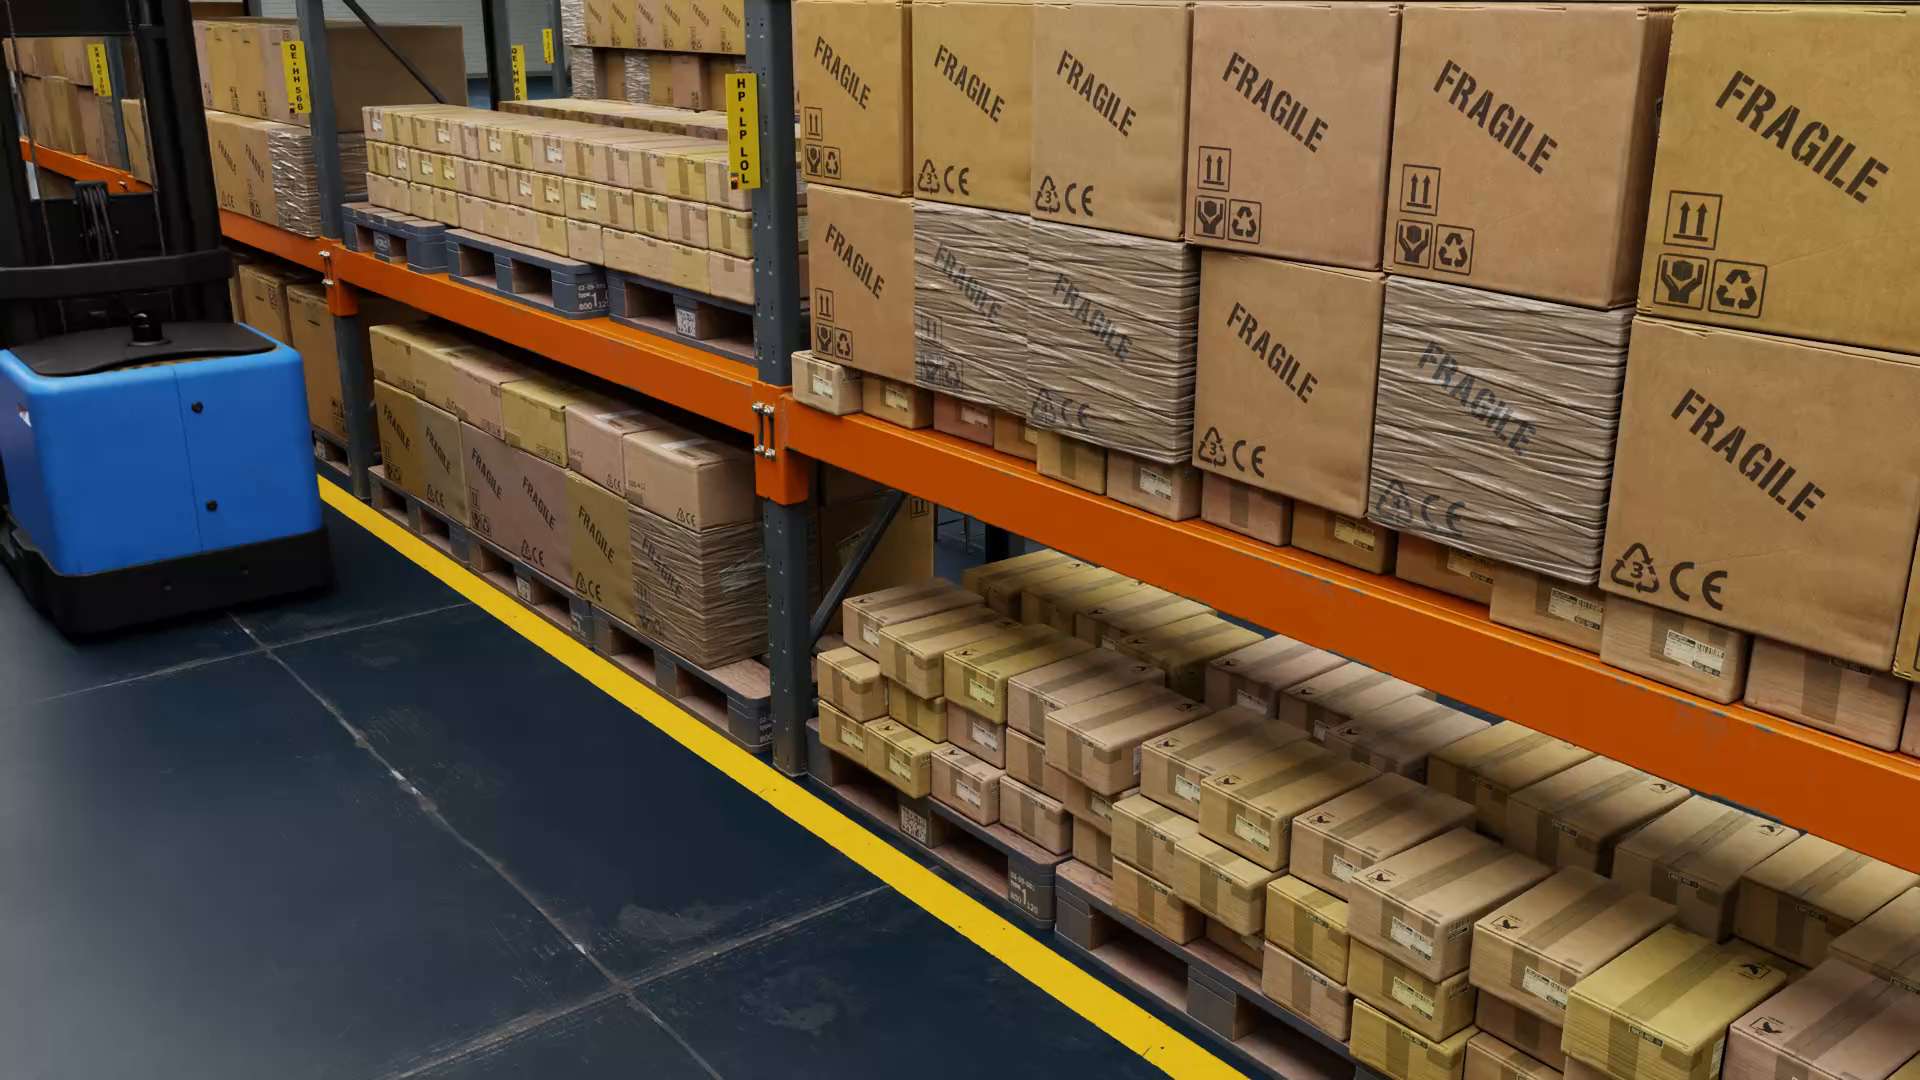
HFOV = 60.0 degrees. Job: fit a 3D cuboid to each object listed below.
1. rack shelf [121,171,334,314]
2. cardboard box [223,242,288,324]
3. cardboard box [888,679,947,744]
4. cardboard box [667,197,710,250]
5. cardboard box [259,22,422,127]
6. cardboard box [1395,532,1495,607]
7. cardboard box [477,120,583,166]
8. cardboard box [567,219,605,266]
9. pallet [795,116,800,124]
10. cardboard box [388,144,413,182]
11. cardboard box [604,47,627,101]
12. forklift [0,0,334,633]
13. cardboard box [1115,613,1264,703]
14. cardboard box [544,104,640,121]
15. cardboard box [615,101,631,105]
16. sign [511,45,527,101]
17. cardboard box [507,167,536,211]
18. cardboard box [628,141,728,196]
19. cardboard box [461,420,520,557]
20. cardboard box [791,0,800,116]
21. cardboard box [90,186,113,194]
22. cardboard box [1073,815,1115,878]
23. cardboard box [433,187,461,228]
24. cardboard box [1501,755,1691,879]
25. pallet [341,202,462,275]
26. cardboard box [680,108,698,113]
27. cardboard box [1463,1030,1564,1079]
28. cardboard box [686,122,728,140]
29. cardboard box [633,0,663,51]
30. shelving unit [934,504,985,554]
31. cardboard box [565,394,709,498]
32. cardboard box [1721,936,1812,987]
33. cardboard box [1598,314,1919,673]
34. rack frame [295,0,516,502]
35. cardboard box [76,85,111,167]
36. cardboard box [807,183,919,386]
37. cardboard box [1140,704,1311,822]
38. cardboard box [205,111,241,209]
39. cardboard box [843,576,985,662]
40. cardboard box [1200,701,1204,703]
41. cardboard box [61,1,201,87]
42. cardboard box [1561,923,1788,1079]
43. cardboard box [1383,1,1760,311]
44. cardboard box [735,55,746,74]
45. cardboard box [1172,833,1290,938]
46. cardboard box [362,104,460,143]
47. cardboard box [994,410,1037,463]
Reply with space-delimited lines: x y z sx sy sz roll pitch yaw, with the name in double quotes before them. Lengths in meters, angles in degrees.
"rack shelf" -3.922 -1.881 9.915 1.077 0.370 4.000 -14 23 -36
"cardboard box" -4.112 -1.473 10.449 1.050 0.750 0.750 -14 23 -36
"cardboard box" 0.005 0.465 5.079 0.380 0.149 0.250 -14 23 -36
"cardboard box" -0.763 -1.089 5.639 0.380 0.149 0.250 -14 23 -36
"cardboard box" -3.266 -2.489 8.857 0.700 0.500 0.500 -14 23 -37
"cardboard box" 1.133 0.001 3.487 0.380 0.149 0.250 -15 24 -38
"cardboard box" -1.728 -1.617 6.759 0.380 0.149 0.250 -13 22 -34
"cardboard box" -1.246 -1.138 6.260 0.380 0.149 0.250 -15 24 -38
"pallet" -0.852 -3.351 13.515 1.003 0.211 1.213 -14 23 -36
"cardboard box" -2.367 -1.726 7.562 0.380 0.149 0.250 -13 22 -34
"cardboard box" -2.972 -4.592 16.326 0.875 0.500 0.500 -14 23 -36
"forklift" -3.984 -1.419 7.485 1.130 2.935 3.031 -14 23 -36
"cardboard box" 0.679 0.359 4.928 0.380 0.149 0.250 -13 22 -34
"cardboard box" -1.699 -1.934 7.716 0.380 0.149 0.250 -13 22 -34
"cardboard box" -3.101 -4.158 16.046 0.380 0.149 0.250 -14 23 -36
"sign" -2.260 -2.350 8.471 0.100 0.325 0.005 -14 23 -36
"cardboard box" -1.566 -1.410 6.607 0.380 0.149 0.250 -13 22 -34
"cardboard box" -0.925 -1.297 5.794 0.380 0.149 0.250 -15 23 -38
"cardboard box" -1.803 -0.269 7.213 0.500 0.500 0.500 -15 23 -37
"cardboard box" -0.829 -3.919 13.305 1.000 1.000 1.000 -14 23 -36
"cardboard box" -6.062 -2.296 12.736 0.875 0.875 0.875 -14 23 -36
"cardboard box" 0.529 0.791 4.568 0.380 0.149 0.250 -15 24 -38
"cardboard box" -2.057 -1.461 7.235 0.380 0.149 0.250 -13 22 -34
"cardboard box" 1.523 0.671 3.984 0.380 0.149 0.250 -13 22 -34
"pallet" -2.154 -1.484 7.877 1.213 0.211 1.003 -14 23 -36
"cardboard box" -2.314 -3.852 15.125 0.380 0.149 0.250 -14 23 -36
"cardboard box" 1.298 1.123 3.567 0.380 0.149 0.250 -14 23 -36
"cardboard box" -0.884 -1.612 6.743 0.380 0.149 0.250 -13 22 -34
"cardboard box" -2.637 -4.749 15.210 0.500 0.500 0.500 -14 23 -36
"shelving unit" 0.033 -0.485 7.658 0.215 1.050 0.252 -14 23 -36
"cardboard box" -1.166 -0.376 6.342 0.500 0.250 0.500 -13 22 -34
"cardboard box" 1.816 0.954 3.604 0.380 0.149 0.250 -14 23 -35
"cardboard box" 1.491 -0.135 2.867 0.500 0.500 0.500 -14 23 -37
"rack frame" -2.680 -1.730 8.314 1.000 3.000 0.127 -14 23 -36
"cardboard box" -5.761 -3.006 11.930 0.875 0.550 0.550 -14 23 -36
"cardboard box" -0.086 -0.761 4.758 0.500 0.500 0.500 -14 23 -37
"cardboard box" 0.683 0.575 4.276 0.380 0.149 0.250 -15 24 -38
"cardboard box" -4.110 -2.207 9.598 0.500 0.500 0.500 -14 23 -35
"cardboard box" -0.145 0.253 5.247 0.380 0.149 0.250 -13 22 -34
"cardboard box" 0.685 0.492 4.998 0.380 0.149 0.250 -14 23 -36
"cardboard box" -5.798 -3.510 11.733 0.875 0.550 0.550 -14 23 -36
"cardboard box" 1.389 0.920 3.233 0.380 0.149 0.250 -15 23 -37
"cardboard box" 1.164 -0.737 3.094 0.500 0.500 0.500 -13 22 -33
"cardboard box" -1.444 -3.970 14.448 0.875 0.500 0.500 -14 23 -36
"cardboard box" 0.743 0.798 4.074 0.380 0.149 0.250 -14 23 -36
"cardboard box" -2.542 -1.939 7.733 0.380 0.149 0.250 -14 23 -36
"cardboard box" 0.312 -0.318 4.452 0.380 0.149 0.250 -15 24 -38
